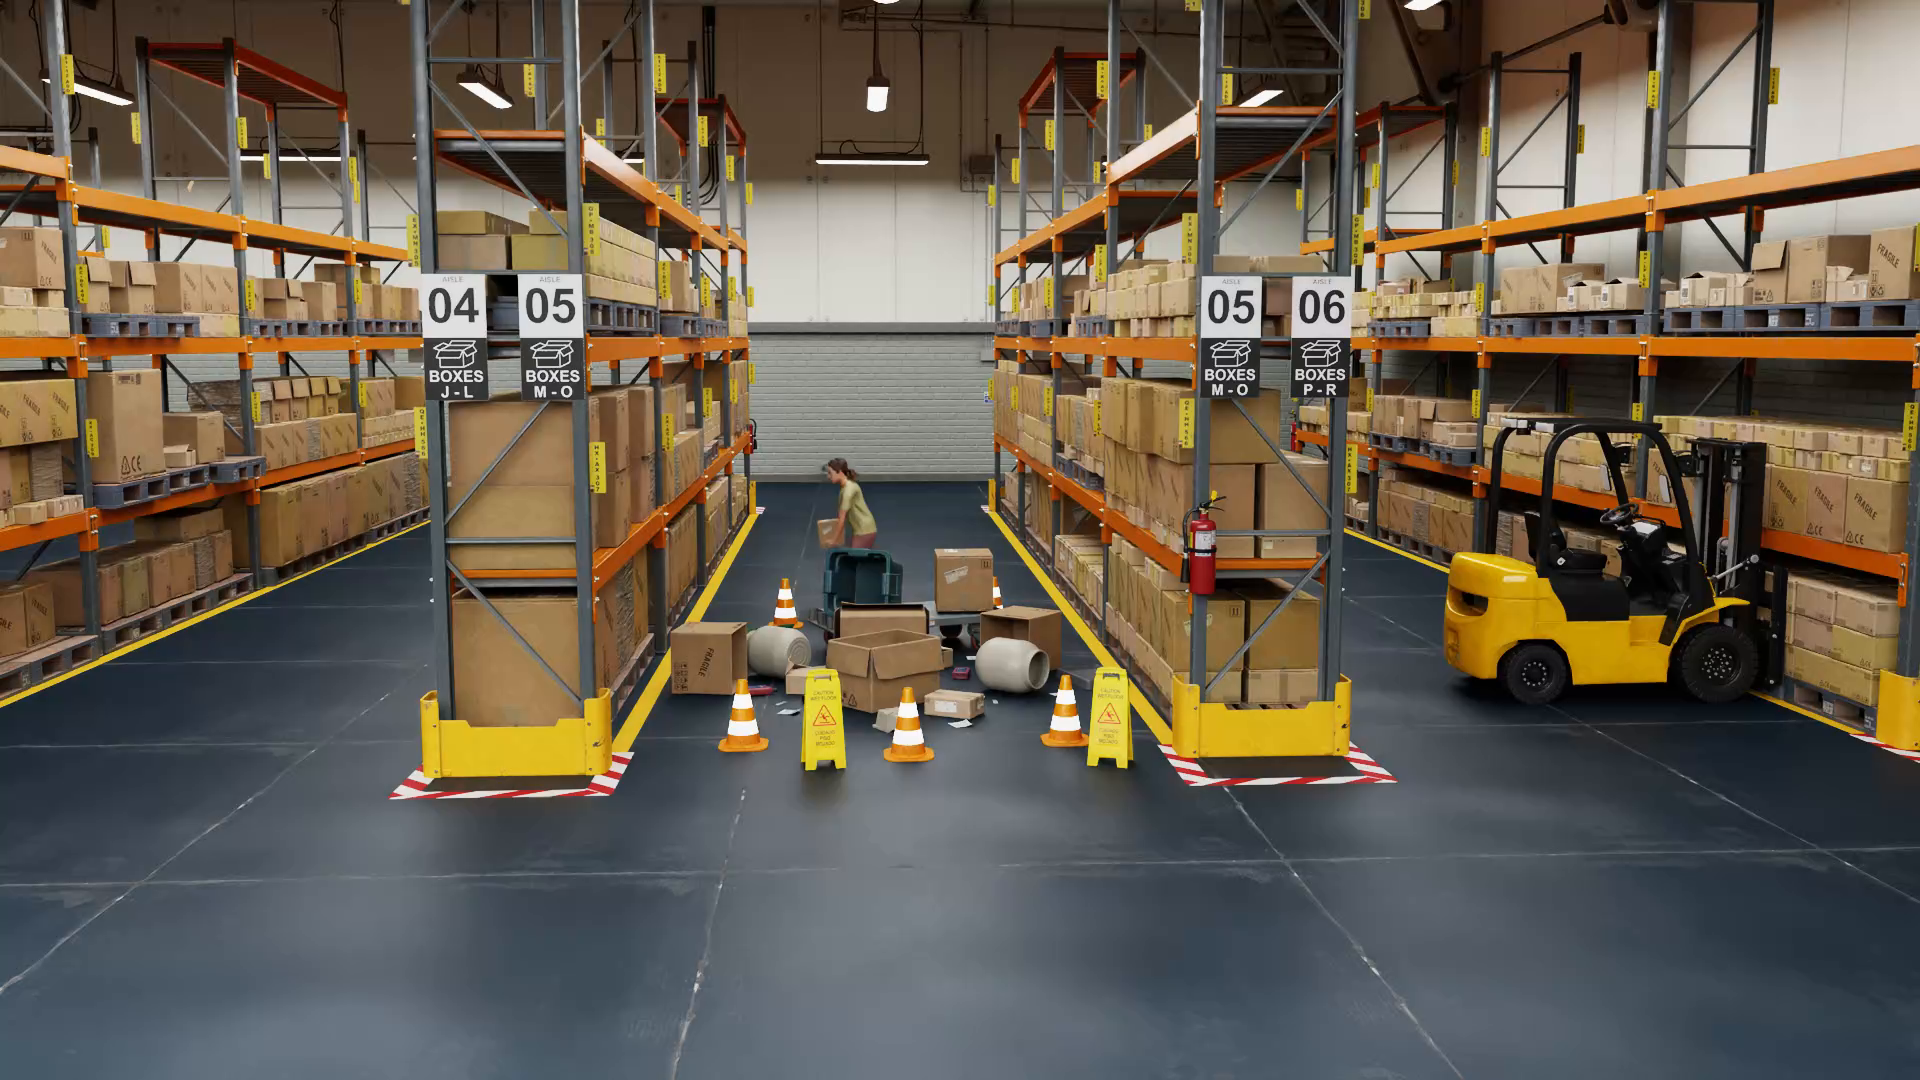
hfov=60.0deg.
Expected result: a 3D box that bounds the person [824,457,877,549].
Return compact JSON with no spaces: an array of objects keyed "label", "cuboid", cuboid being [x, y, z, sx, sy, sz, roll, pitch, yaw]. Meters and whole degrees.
[{"label":"person","cuboid":[-1.099,-0.020,16.657,0.535,1.624,0.404,-1,7,-5]}]
